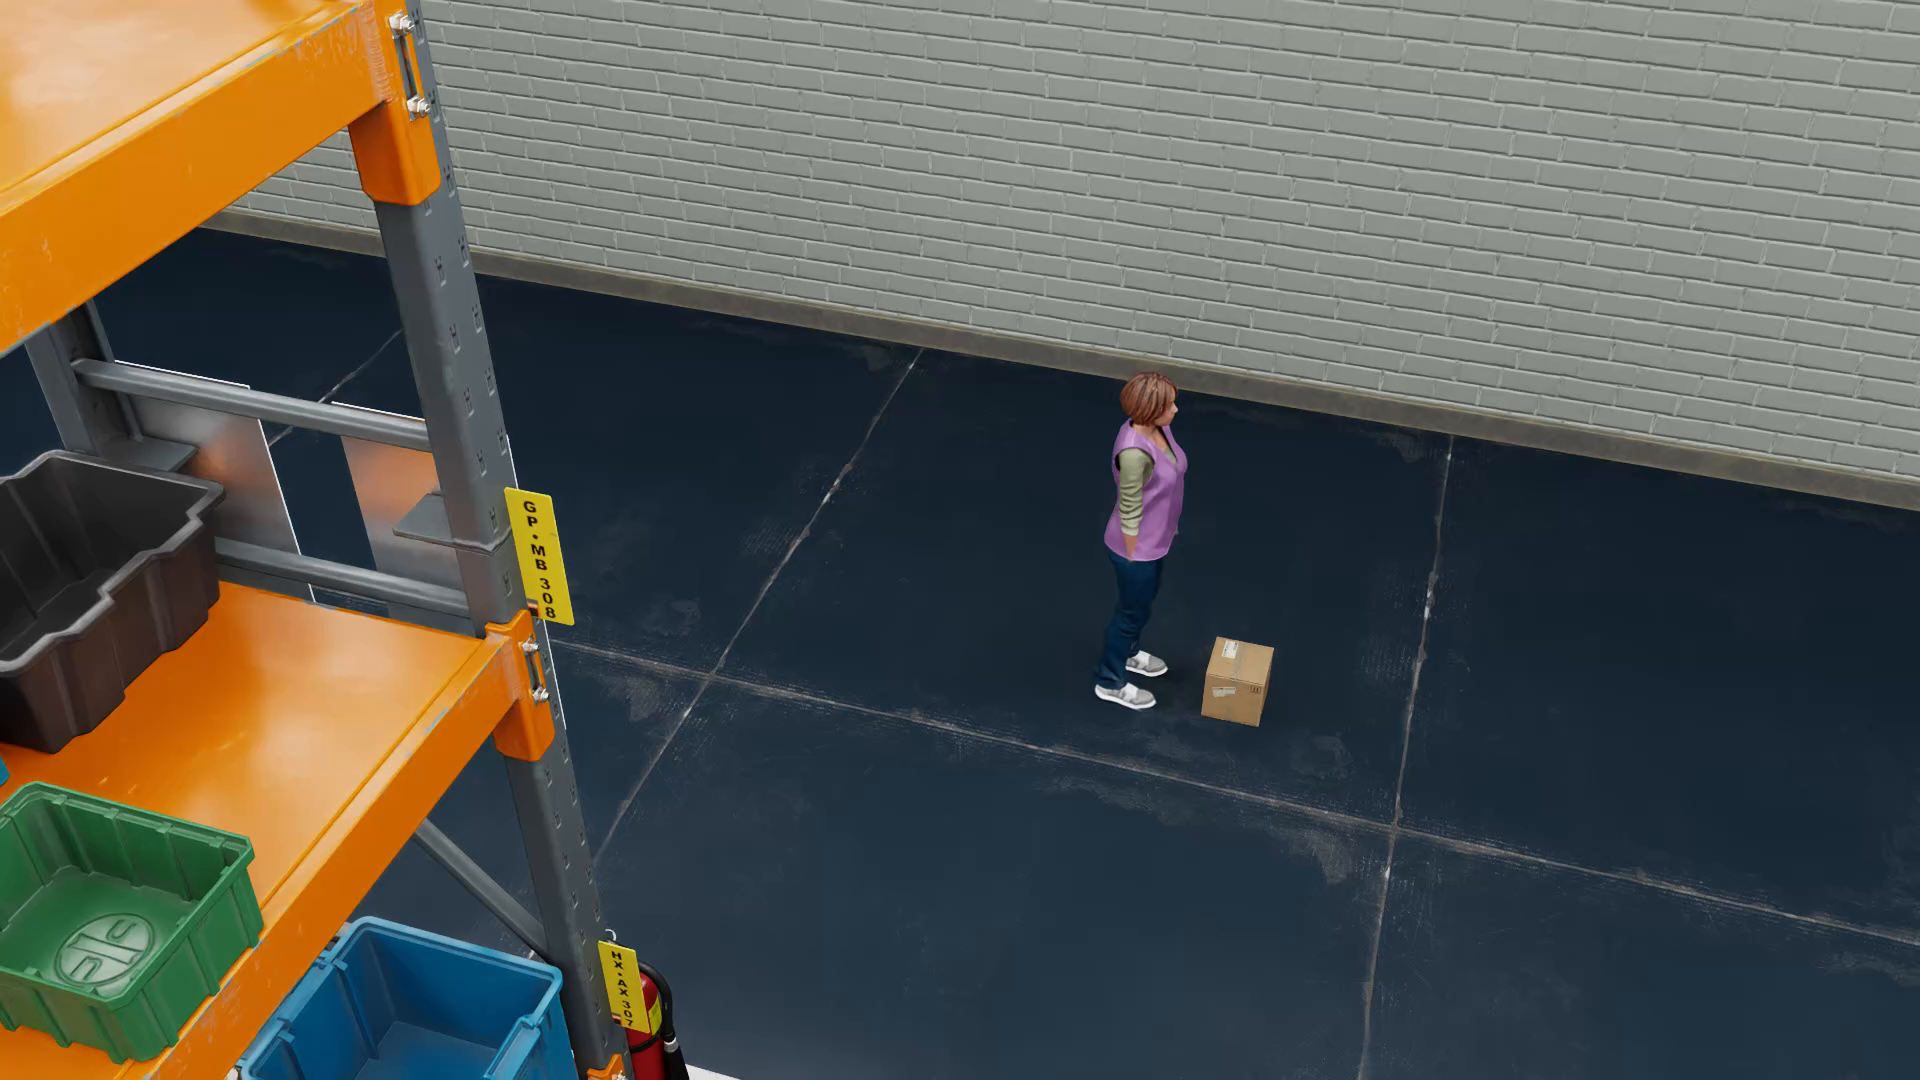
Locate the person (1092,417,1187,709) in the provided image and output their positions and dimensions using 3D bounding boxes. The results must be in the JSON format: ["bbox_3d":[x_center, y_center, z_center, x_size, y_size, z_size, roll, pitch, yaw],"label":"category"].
[{"bbox_3d":[0.757,0.082,6.980,0.300,1.371,0.406,12,39,15],"label":"person"}]
